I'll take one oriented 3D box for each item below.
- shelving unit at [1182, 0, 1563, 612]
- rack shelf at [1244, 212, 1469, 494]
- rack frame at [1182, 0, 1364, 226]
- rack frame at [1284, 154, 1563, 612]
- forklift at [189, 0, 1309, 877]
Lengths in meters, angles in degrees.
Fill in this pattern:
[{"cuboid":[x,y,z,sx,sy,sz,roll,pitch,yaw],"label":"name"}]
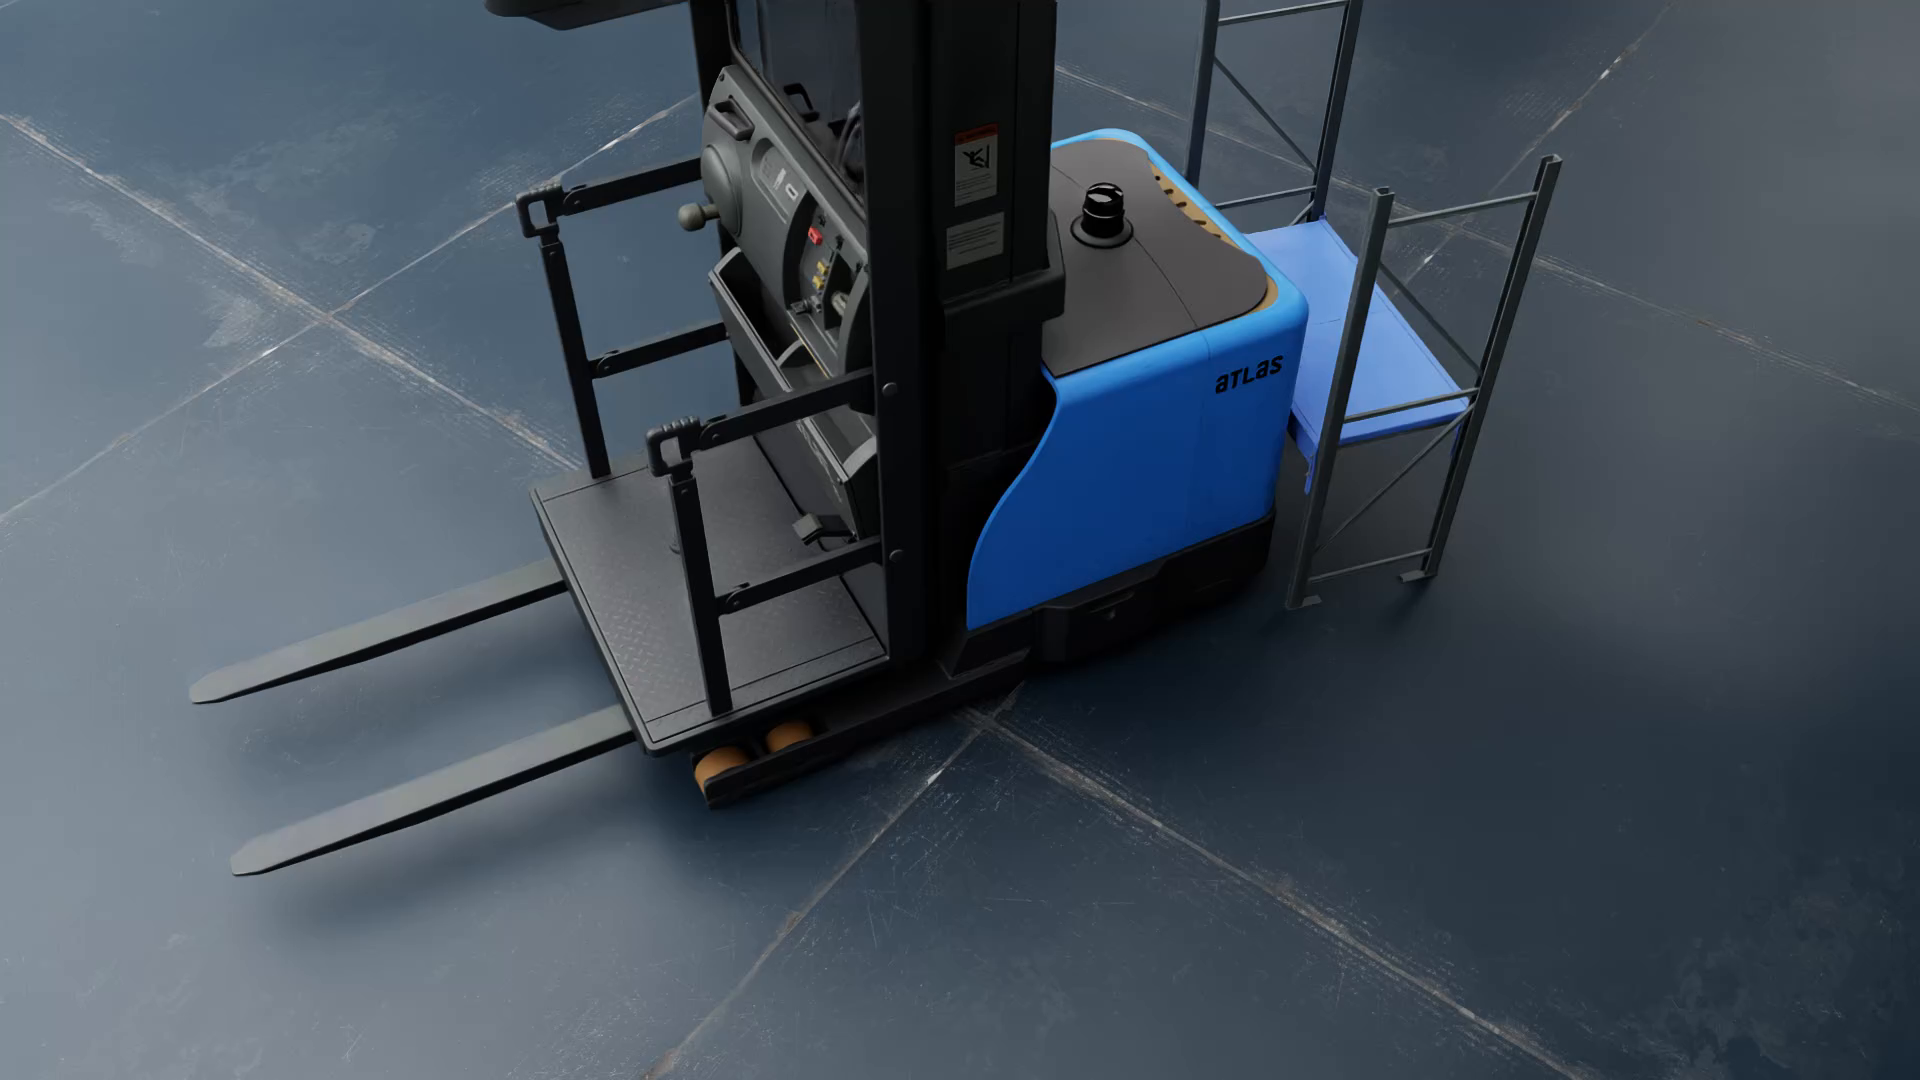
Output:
[{"cuboid":[1.077,-0.716,4.897,0.538,1.500,1.048,-13,48,-12],"label":"shelving unit"},{"cuboid":[1.077,-0.592,5.027,0.538,0.185,1.000,-13,48,-12],"label":"rack shelf"},{"cuboid":[0.924,-1.066,5.231,0.500,1.500,0.032,-13,48,-12],"label":"rack frame"},{"cuboid":[1.230,-0.365,4.562,0.500,1.500,0.032,-13,48,-12],"label":"rack frame"},{"cuboid":[-0.610,-0.729,3.920,3.031,2.935,1.130,-20,50,-18],"label":"forklift"}]
